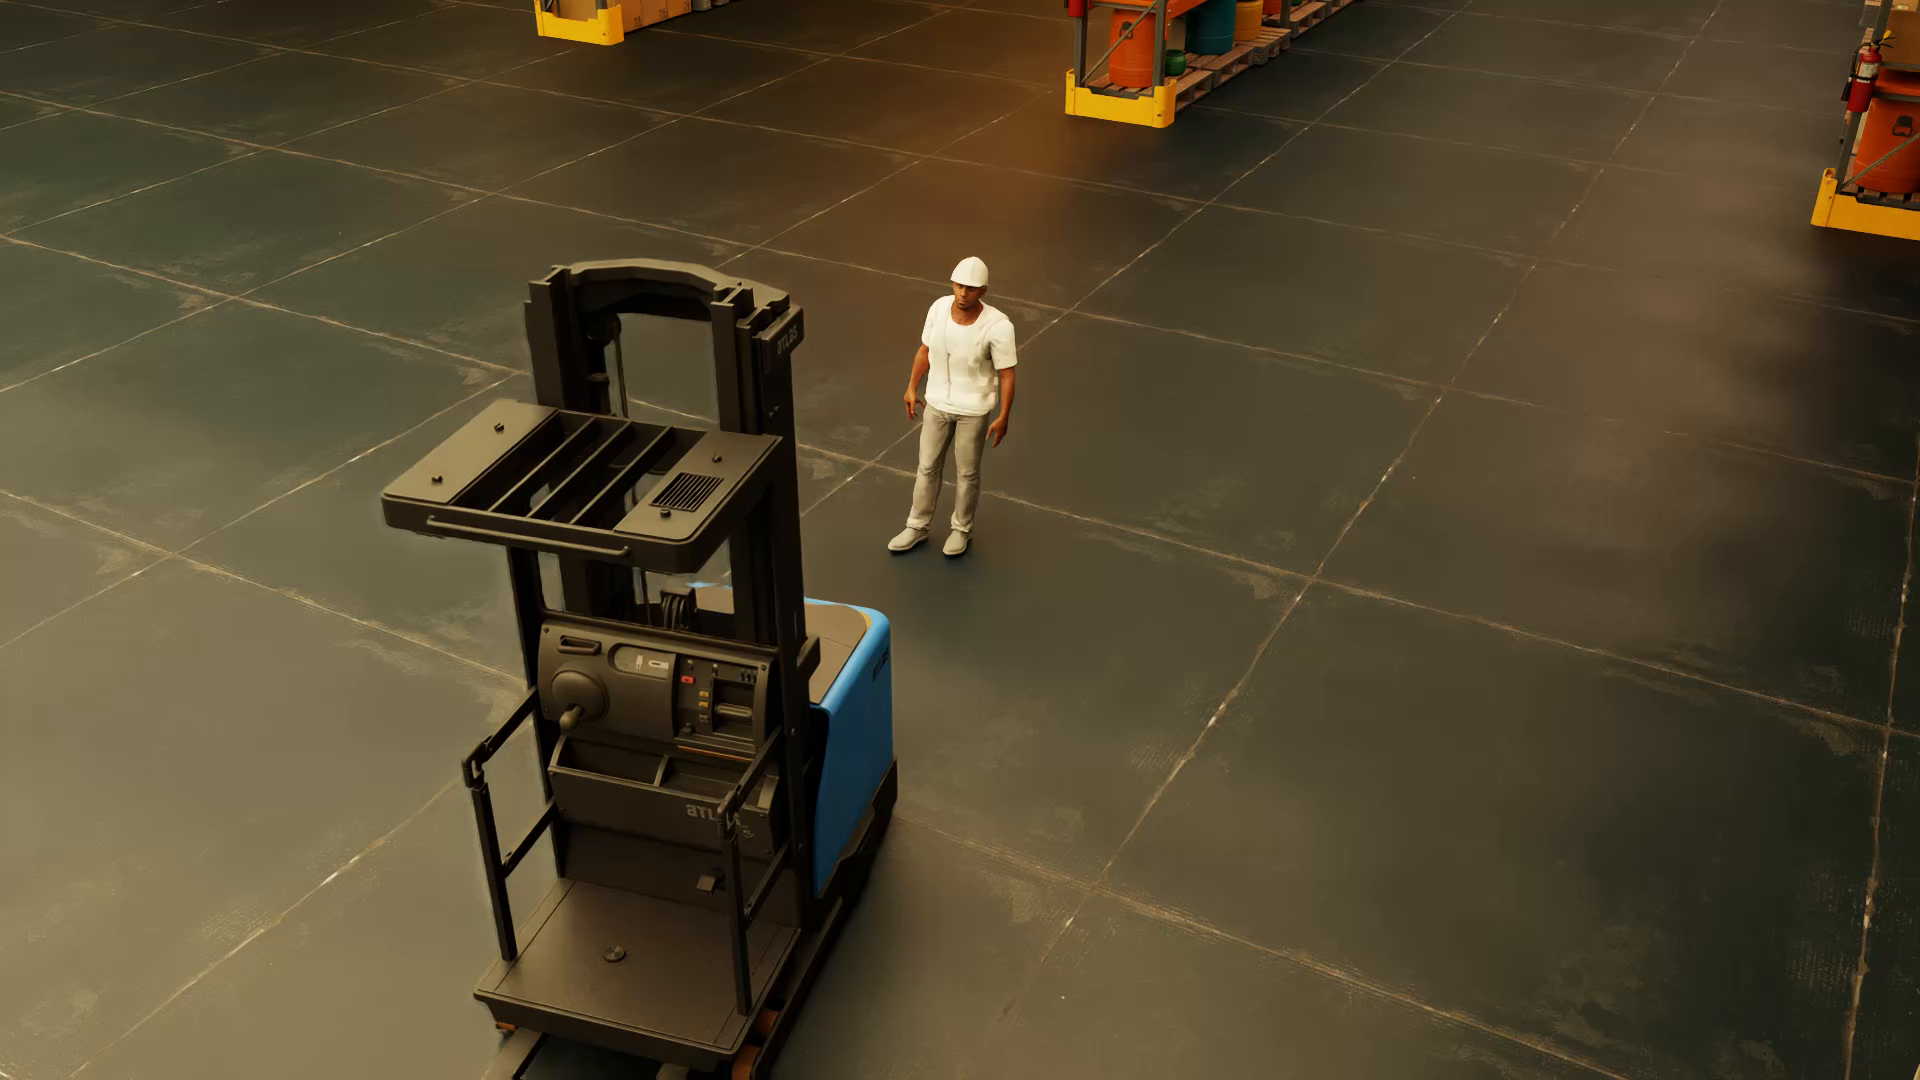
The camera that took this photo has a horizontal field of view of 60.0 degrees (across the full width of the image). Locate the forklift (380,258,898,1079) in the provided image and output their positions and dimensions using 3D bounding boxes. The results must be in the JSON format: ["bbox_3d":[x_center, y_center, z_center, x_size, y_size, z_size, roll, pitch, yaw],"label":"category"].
[{"bbox_3d":[-1.203,0.607,6.019,1.130,2.935,3.031,9,31,14],"label":"forklift"}]

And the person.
[{"bbox_3d":[-0.039,-0.742,9.507,0.665,1.768,0.575,15,33,25],"label":"person"}]
